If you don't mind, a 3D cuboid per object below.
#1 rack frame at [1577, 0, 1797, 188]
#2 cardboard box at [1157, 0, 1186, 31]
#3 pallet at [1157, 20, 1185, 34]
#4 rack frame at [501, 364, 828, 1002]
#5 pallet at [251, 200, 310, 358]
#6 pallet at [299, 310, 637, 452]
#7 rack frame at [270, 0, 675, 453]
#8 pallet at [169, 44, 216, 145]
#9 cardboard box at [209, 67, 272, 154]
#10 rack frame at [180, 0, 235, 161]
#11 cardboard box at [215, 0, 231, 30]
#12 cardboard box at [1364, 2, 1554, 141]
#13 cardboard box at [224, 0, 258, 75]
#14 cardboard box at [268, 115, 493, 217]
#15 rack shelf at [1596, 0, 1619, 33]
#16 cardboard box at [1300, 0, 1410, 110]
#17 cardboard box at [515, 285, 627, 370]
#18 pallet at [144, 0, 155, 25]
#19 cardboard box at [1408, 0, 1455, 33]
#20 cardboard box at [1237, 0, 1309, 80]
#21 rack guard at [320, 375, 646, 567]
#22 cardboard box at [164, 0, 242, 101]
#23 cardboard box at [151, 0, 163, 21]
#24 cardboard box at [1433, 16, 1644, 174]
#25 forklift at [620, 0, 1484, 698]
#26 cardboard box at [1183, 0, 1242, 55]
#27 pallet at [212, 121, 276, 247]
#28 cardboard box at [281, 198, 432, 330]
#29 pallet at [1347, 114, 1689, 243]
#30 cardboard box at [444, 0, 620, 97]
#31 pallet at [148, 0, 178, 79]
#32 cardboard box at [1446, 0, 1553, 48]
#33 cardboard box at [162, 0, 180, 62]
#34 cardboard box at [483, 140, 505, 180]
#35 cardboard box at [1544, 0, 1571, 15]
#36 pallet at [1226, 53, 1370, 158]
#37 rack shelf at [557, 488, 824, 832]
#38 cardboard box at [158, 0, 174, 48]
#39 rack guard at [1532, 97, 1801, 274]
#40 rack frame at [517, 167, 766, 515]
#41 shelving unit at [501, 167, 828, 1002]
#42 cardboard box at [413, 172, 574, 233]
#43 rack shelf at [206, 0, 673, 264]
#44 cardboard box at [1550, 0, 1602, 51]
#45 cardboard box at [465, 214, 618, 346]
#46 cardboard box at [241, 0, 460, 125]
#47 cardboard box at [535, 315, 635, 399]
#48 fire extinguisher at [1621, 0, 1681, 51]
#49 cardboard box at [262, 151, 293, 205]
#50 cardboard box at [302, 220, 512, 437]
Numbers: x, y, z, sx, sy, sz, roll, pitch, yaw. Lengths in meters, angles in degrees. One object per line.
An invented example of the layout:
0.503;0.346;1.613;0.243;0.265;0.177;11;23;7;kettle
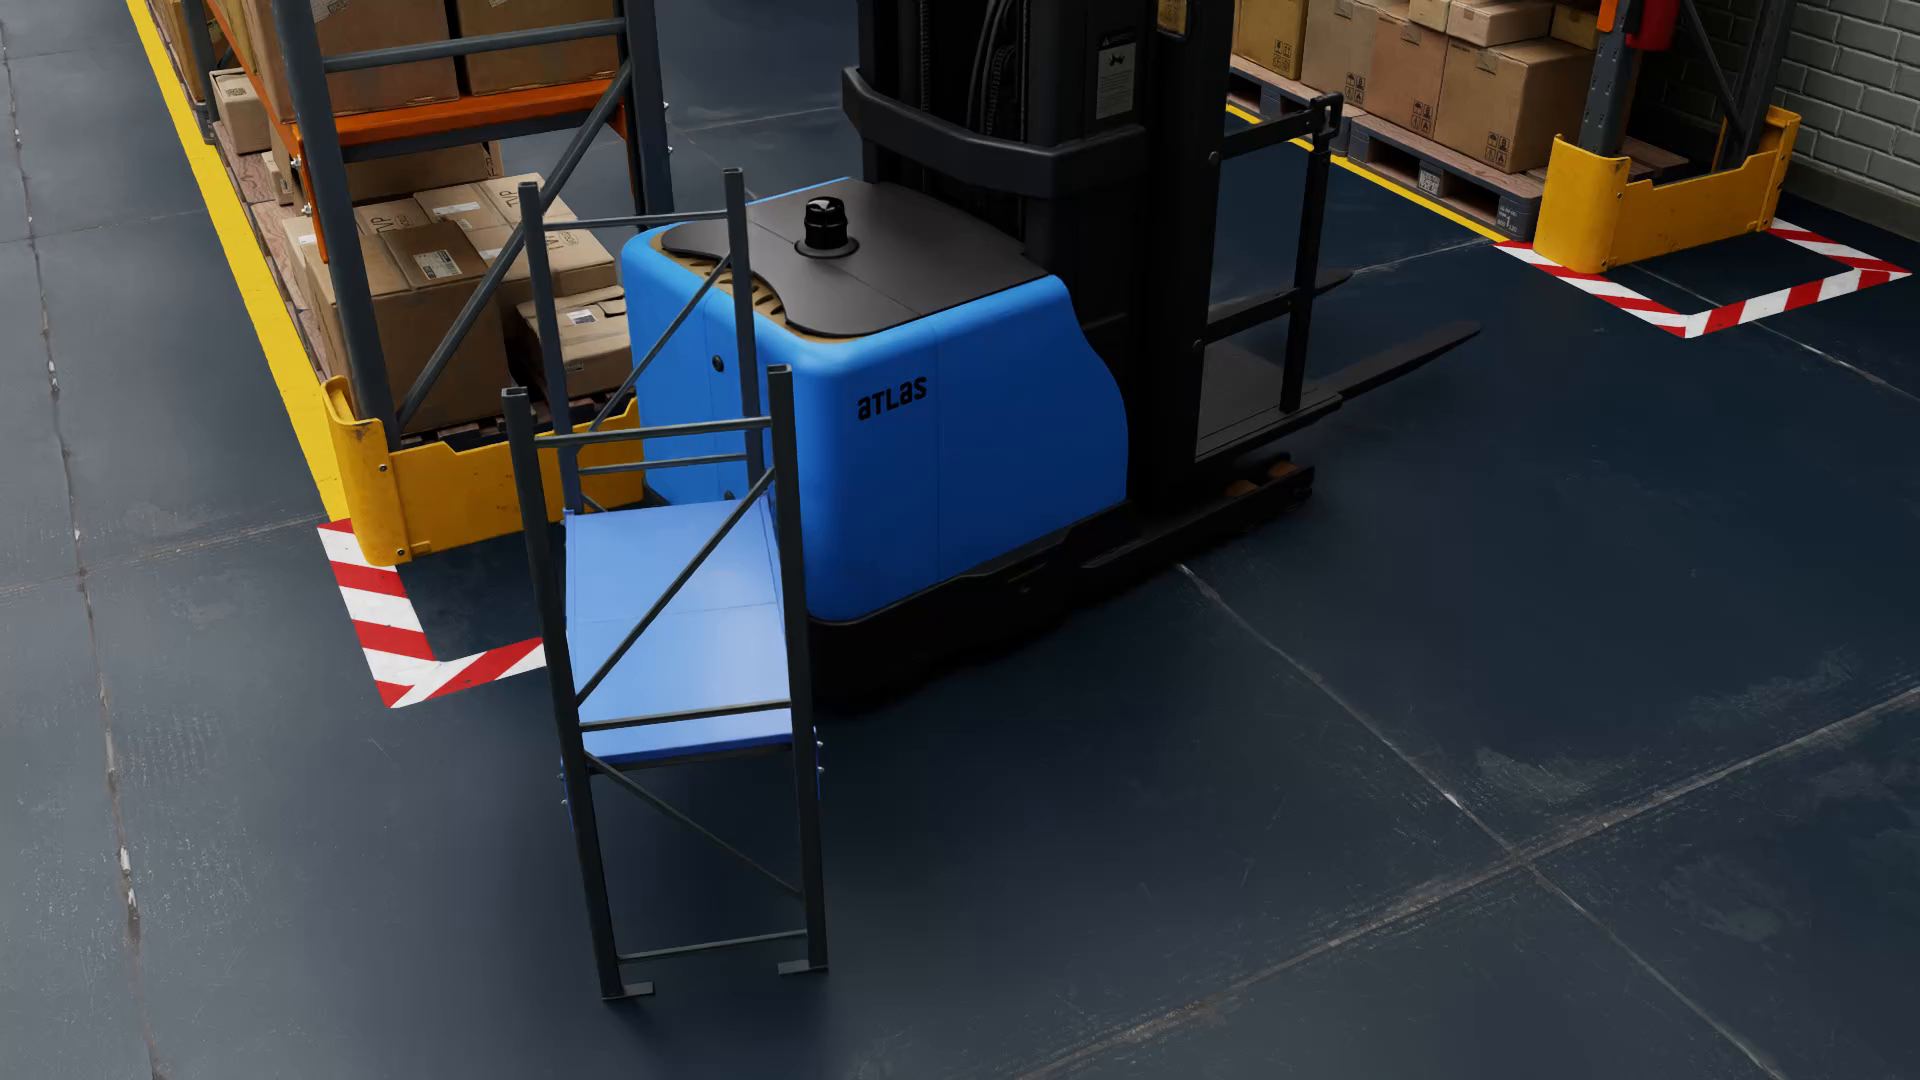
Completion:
3.046;-2.608;6.540;1.000;3.000;0.127;-16;36;-23;rack frame
1.439;-3.258;9.483;0.700;0.500;0.500;-15;36;-23;cardboard box
1.466;-2.960;9.675;1.003;0.211;1.213;-16;36;-23;pallet
-0.545;0.352;3.311;0.500;1.500;0.032;-6;33;-9;rack frame
-2.308;-1.184;6.902;1.003;0.211;1.213;-16;36;-23;pallet
-1.743;-0.602;5.995;1.003;0.211;1.213;-16;36;-23;pallet
-1.335;-1.360;4.592;1.000;3.000;0.127;-16;36;-23;rack frame
-3.613;-2.474;8.915;1.003;0.211;1.213;-16;36;-23;pallet
-3.196;-2.067;7.781;0.500;0.311;0.500;-16;36;-23;cardboard box
-3.200;-3.269;7.572;1.000;3.000;0.127;-16;36;-23;rack frame
-2.257;-2.034;5.551;0.500;0.500;0.500;-16;36;-23;cardboard box
2.397;-2.280;7.956;0.700;0.500;0.500;-16;36;-23;cardboard box
-2.030;-1.794;5.177;0.500;0.500;0.500;-16;36;-23;cardboard box
-2.319;-1.508;6.729;0.797;0.503;0.637;-16;36;-23;cardboard box
2.113;-3.259;8.224;1.077;0.370;4.000;-16;36;-23;rack shelf
2.162;-2.520;8.330;0.700;0.500;0.500;-17;36;-25;cardboard box
-1.343;-0.758;5.871;0.380;0.166;0.250;-16;36;-23;cardboard box
-4.750;-3.638;10.733;1.003;0.211;1.213;-16;36;-23;pallet
2.290;-2.452;7.622;0.380;0.149;0.250;-15;36;-22;cardboard box
1.907;-2.772;8.725;0.700;0.500;0.500;-15;36;-22;cardboard box
-1.370;-0.344;5.323;1.175;0.500;0.348;-16;36;-23;rack guard
-3.684;-2.565;8.383;0.500;0.500;0.500;-16;36;-23;cardboard box
-4.379;-3.285;9.506;0.500;0.500;0.500;-17;36;-25;cardboard box
2.631;-2.041;7.583;0.700;0.500;0.500;-16;36;-23;cardboard box
0.519;-1.458;4.808;3.031;2.935;1.130;-23;39;-32;forklift
1.670;-3.018;9.108;0.700;0.500;0.500;-16;36;-24;cardboard box
-2.881;-1.767;7.812;1.003;0.211;1.213;-16;36;-23;pallet
-2.223;-1.046;6.243;0.500;0.250;0.500;-16;36;-23;cardboard box
2.604;-1.796;7.857;1.003;0.211;1.213;-16;36;-23;pallet
-1.309;-1.680;5.000;0.500;0.500;0.500;-15;36;-22;cardboard box
-4.185;-3.057;9.825;1.003;0.211;1.213;-16;36;-23;pallet
2.410;-2.330;7.432;0.380;0.149;0.250;-16;36;-24;cardboard box
-3.907;-2.803;8.754;0.500;0.500;0.500;-16;36;-23;cardboard box
-2.334;-1.764;7.307;0.500;0.311;0.500;-16;36;-23;cardboard box
2.629;-2.546;7.771;0.380;0.149;0.250;-16;36;-23;cardboard box
2.039;-2.377;8.765;1.003;0.211;1.213;-16;36;-23;pallet
-0.643;0.234;3.828;0.538;0.185;1.000;-6;33;-9;rack shelf
-4.140;-3.043;9.128;0.500;0.500;0.500;-15;36;-23;cardboard box
3.057;-1.544;7.196;1.175;0.500;0.348;-16;36;-23;rack guard
-0.741;-0.186;4.151;0.500;1.500;0.032;-6;33;-9;rack frame
-0.643;0.083;3.731;0.538;1.500;1.048;-6;33;-9;shelving unit
-1.804;-1.196;6.477;0.500;0.250;0.500;-16;36;-23;cardboard box
-2.267;-2.012;6.276;1.077;0.370;4.000;-16;36;-23;rack shelf
2.866;-2.305;7.394;0.380;0.149;0.250;-16;36;-23;cardboard box
-1.571;-0.957;6.104;0.500;0.250;0.500;-16;36;-23;cardboard box
-1.785;-1.548;4.792;0.500;0.500;0.500;-15;35;-22;cardboard box
-1.226;-0.631;5.690;0.380;0.149;0.250;-16;36;-23;cardboard box
2.708;-2.230;6.368;0.296;0.674;0.183;-16;36;-23;fire extinguisher
-2.783;-1.596;7.180;0.380;0.166;0.250;-16;36;-23;cardboard box
-1.806;-0.690;5.456;0.500;0.500;0.500;-16;36;-23;cardboard box
